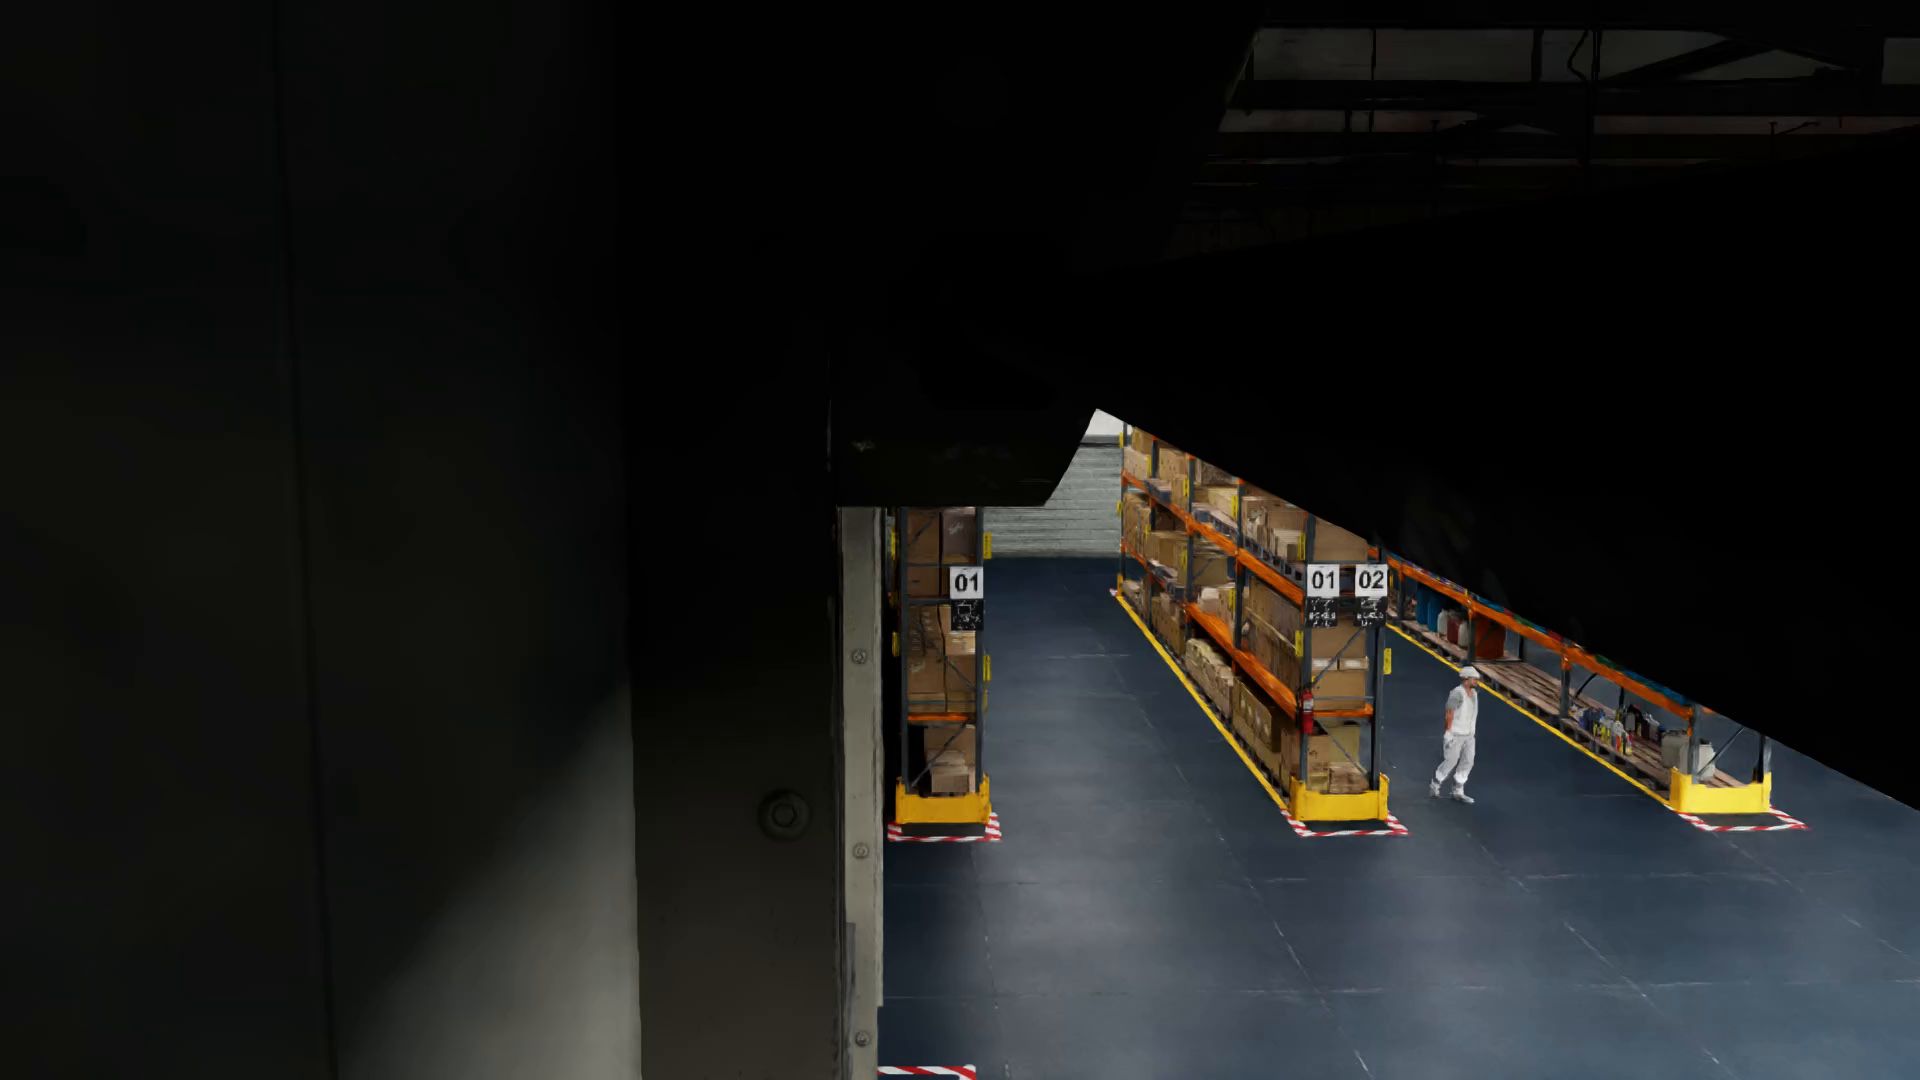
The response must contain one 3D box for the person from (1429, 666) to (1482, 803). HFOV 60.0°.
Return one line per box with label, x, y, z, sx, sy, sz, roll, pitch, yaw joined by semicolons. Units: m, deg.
person;6.357;2.470;21.343;0.583;1.776;0.574;-6;10;-37
